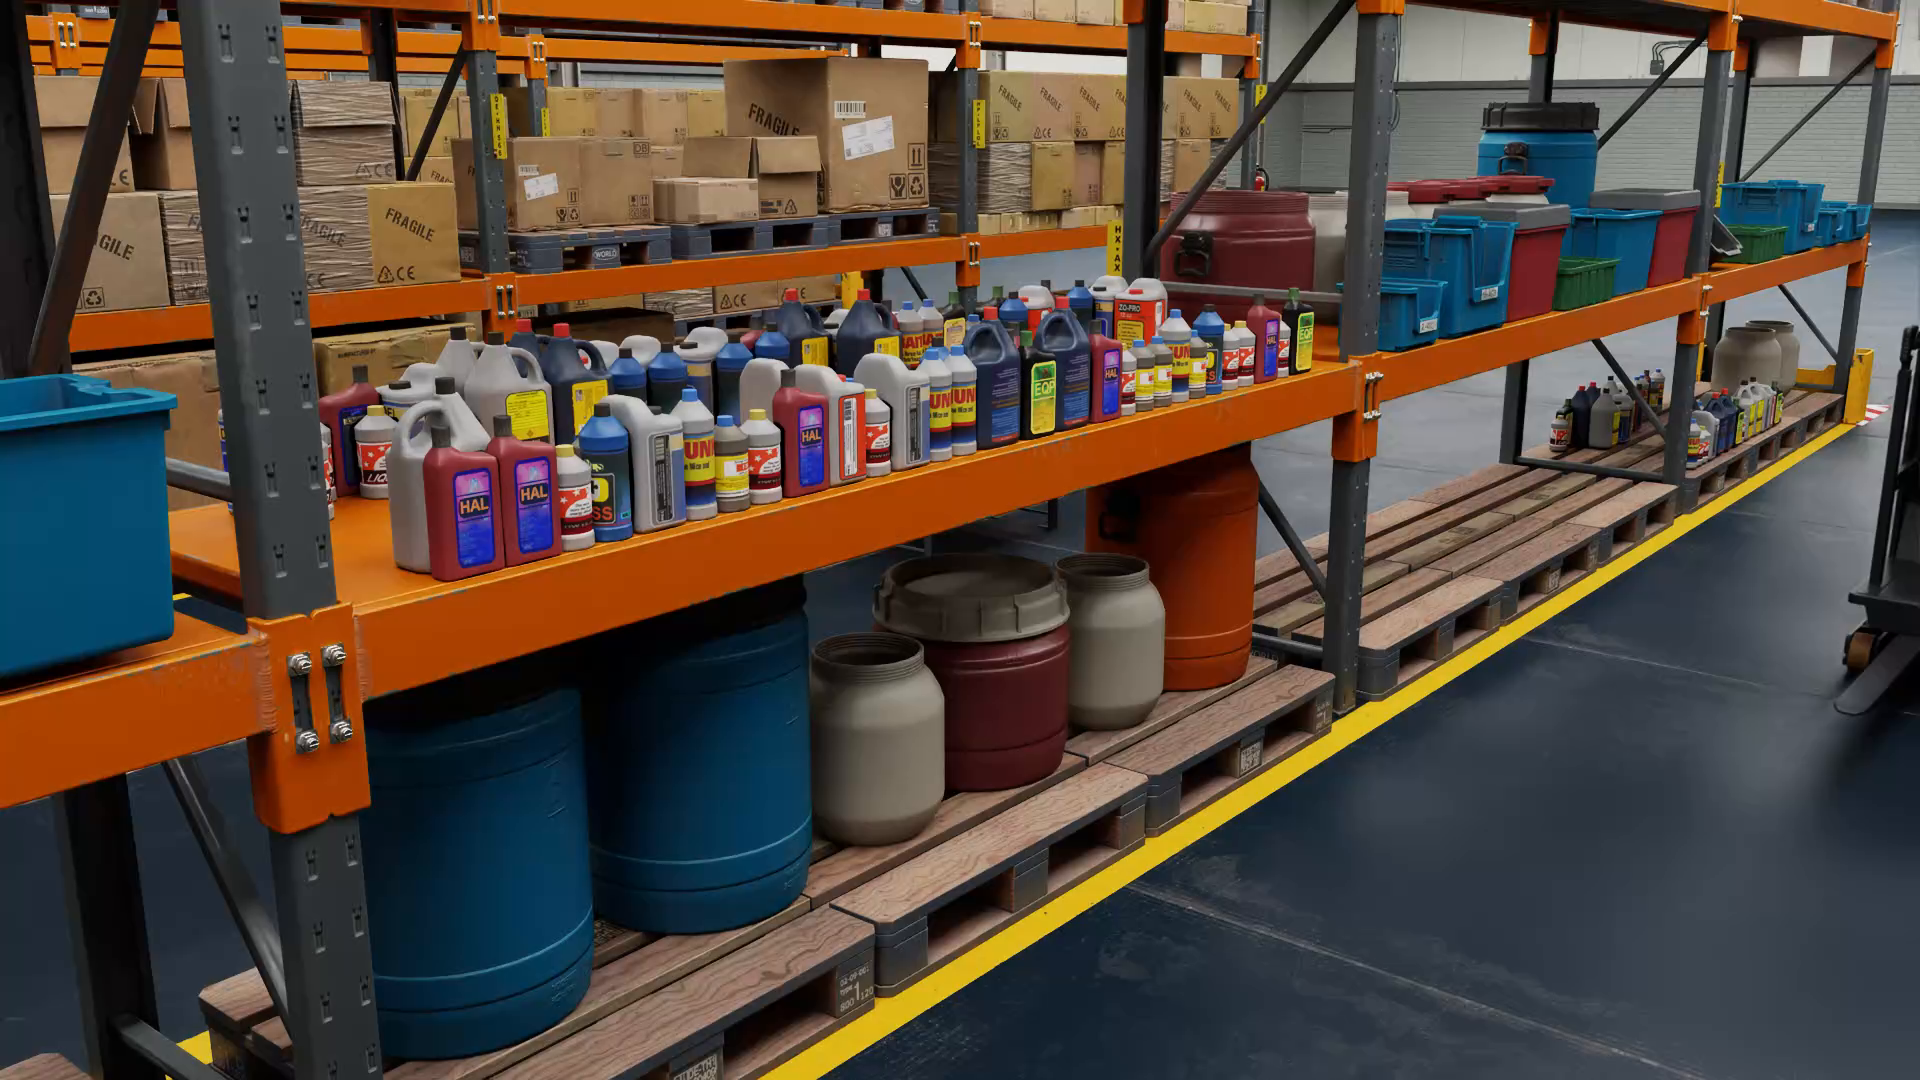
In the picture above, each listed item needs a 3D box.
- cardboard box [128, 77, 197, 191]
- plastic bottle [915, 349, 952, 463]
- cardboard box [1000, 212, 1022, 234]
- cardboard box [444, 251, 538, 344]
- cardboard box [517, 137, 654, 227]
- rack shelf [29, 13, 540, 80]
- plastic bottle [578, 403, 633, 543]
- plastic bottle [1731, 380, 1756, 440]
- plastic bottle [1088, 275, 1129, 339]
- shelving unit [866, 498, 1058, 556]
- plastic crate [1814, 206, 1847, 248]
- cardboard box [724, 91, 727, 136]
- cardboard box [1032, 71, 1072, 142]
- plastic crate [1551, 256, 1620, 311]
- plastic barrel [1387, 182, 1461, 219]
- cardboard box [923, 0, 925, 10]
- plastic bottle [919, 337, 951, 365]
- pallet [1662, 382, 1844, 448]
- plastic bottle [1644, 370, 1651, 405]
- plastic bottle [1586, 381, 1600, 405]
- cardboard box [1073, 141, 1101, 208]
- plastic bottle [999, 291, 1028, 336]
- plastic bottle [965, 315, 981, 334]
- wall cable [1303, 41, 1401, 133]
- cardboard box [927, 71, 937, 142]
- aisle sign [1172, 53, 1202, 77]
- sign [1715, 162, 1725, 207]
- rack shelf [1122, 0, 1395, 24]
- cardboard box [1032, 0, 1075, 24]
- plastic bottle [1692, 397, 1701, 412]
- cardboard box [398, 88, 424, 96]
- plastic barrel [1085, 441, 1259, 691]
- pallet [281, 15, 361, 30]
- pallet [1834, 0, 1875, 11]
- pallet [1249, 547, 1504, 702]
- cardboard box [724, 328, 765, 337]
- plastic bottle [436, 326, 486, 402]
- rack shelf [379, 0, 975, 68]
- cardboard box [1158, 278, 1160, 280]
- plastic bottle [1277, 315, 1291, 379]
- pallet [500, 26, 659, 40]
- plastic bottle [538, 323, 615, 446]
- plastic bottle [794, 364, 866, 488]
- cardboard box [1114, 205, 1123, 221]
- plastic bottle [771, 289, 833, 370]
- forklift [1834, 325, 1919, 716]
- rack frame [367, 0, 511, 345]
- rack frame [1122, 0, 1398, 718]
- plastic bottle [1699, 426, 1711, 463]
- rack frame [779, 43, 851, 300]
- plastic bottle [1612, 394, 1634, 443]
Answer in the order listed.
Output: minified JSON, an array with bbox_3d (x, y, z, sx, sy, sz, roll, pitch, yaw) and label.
[{"bbox_3d":[-3.699,-1.932,7.897,0.797,0.503,0.637,12,18,39],"label":"cardboard box"},{"bbox_3d":[-0.068,-0.334,4.107,0.097,0.271,0.097,0,14,0],"label":"plastic bottle"},{"bbox_3d":[0.235,-2.344,12.269,0.380,0.149,0.250,11,18,38],"label":"cardboard box"},{"bbox_3d":[-4.416,-2.193,14.879,1.050,0.750,0.750,11,18,37],"label":"cardboard box"},{"bbox_3d":[-2.234,-2.144,9.913,0.500,0.500,0.700,-13,19,-41],"label":"cardboard box"},{"bbox_3d":[-5.353,-3.935,13.388,1.077,0.370,4.000,11,18,38],"label":"rack shelf"},{"bbox_3d":[-0.712,-0.138,3.335,0.097,0.271,0.097,0,14,0],"label":"plastic bottle"},{"bbox_3d":[4.767,-0.796,10.152,0.144,0.351,0.185,11,18,37],"label":"plastic bottle"},{"bbox_3d":[0.513,-0.800,5.932,0.152,0.276,0.135,11,18,38],"label":"plastic bottle"},{"bbox_3d":[-0.004,-0.544,8.479,0.538,1.125,1.048,11,18,38],"label":"shelving unit"},{"bbox_3d":[5.571,-2.087,11.050,0.499,0.251,0.408,11,18,38],"label":"plastic crate"},{"bbox_3d":[-2.577,-4.304,16.974,0.875,0.550,0.550,11,18,38],"label":"cardboard box"},{"bbox_3d":[0.492,-3.246,12.469,0.500,0.500,0.500,11,18,38],"label":"cardboard box"},{"bbox_3d":[2.676,-1.179,7.603,0.450,0.188,0.662,11,18,38],"label":"plastic crate"},{"bbox_3d":[2.046,-1.352,7.578,0.433,0.535,0.433,0,14,0],"label":"plastic barrel"},{"bbox_3d":[-0.218,-3.934,12.231,0.500,0.250,0.500,12,19,40],"label":"cardboard box"},{"bbox_3d":[-0.058,-0.394,4.342,0.097,0.271,0.097,0,14,0],"label":"plastic bottle"},{"bbox_3d":[5.539,-0.897,11.725,1.003,0.211,1.213,11,18,38],"label":"pallet"},{"bbox_3d":[4.527,-0.982,11.021,0.061,0.283,0.133,12,18,38],"label":"plastic bottle"},{"bbox_3d":[3.852,-0.793,10.139,0.144,0.351,0.185,10,17,35],"label":"plastic bottle"},{"bbox_3d":[0.607,-2.896,13.125,0.875,0.500,0.500,11,18,38],"label":"cardboard box"},{"bbox_3d":[0.176,-0.682,5.476,0.097,0.271,0.097,0,14,0],"label":"plastic bottle"},{"bbox_3d":[0.045,-0.632,5.421,0.097,0.201,0.097,0,14,0],"label":"plastic bottle"},{"bbox_3d":[11.238,-13.006,47.851,3.097,2.526,0.112,11,18,38],"label":"wall cable"},{"bbox_3d":[-0.233,-3.232,12.414,0.500,0.500,0.500,11,18,38],"label":"cardboard box"},{"bbox_3d":[2.018,-4.510,15.004,0.394,0.787,0.004,11,18,38],"label":"aisle sign"},{"bbox_3d":[5.640,-2.645,12.381,0.100,0.325,0.005,11,18,38],"label":"sign"},{"bbox_3d":[-0.220,-1.615,4.258,1.077,0.370,4.000,11,18,38],"label":"rack shelf"},{"bbox_3d":[0.509,-3.955,12.313,0.500,0.250,0.500,11,18,37],"label":"cardboard box"},{"bbox_3d":[4.269,-0.701,9.777,0.144,0.351,0.185,11,18,38],"label":"plastic bottle"},{"bbox_3d":[-6.633,-4.987,19.325,0.700,0.500,0.500,11,18,37],"label":"cardboard box"},{"bbox_3d":[0.743,0.052,5.883,0.600,0.830,0.708,11,18,38],"label":"plastic barrel"},{"bbox_3d":[-5.546,-4.155,13.178,1.003,0.211,1.213,12,19,40],"label":"pallet"},{"bbox_3d":[5.469,-3.644,11.167,1.003,0.211,1.213,11,18,38],"label":"pallet"},{"bbox_3d":[1.554,0.316,6.950,1.003,0.211,1.213,11,18,38],"label":"pallet"},{"bbox_3d":[-1.370,-1.117,11.113,0.700,0.500,0.500,9,17,33],"label":"cardboard box"},{"bbox_3d":[-1.154,-0.330,3.929,0.144,0.351,0.185,11,18,38],"label":"plastic bottle"},{"bbox_3d":[-1.559,-3.148,10.290,1.077,0.370,4.000,11,18,38],"label":"rack shelf"},{"bbox_3d":[1.807,-2.067,14.890,0.500,0.500,0.500,-12,18,-39],"label":"cardboard box"},{"bbox_3d":[1.028,-0.634,5.430,0.097,0.201,0.097,0,14,0],"label":"plastic bottle"},{"bbox_3d":[-3.574,-4.778,15.429,1.003,0.211,1.213,11,18,38],"label":"pallet"},{"bbox_3d":[-0.926,-0.343,3.981,0.144,0.351,0.185,11,18,38],"label":"plastic bottle"},{"bbox_3d":[-0.308,-0.274,3.861,0.152,0.276,0.135,11,18,38],"label":"plastic bottle"},{"bbox_3d":[1.122,-2.643,13.444,0.380,0.149,0.250,11,18,38],"label":"cardboard box"},{"bbox_3d":[-0.462,-0.541,4.760,0.144,0.351,0.185,11,18,38],"label":"plastic bottle"},{"bbox_3d":[4.123,-0.874,6.112,1.130,2.935,3.031,12,18,38],"label":"forklift"},{"bbox_3d":[-2.816,-1.660,9.063,1.000,3.000,0.127,11,18,38],"label":"rack frame"},{"bbox_3d":[1.037,-0.893,6.046,1.000,3.000,0.127,11,18,38],"label":"rack frame"},{"bbox_3d":[4.220,-0.548,9.479,0.097,0.201,0.097,0,14,0],"label":"plastic bottle"},{"bbox_3d":[-1.582,-3.979,18.192,1.000,3.000,0.127,11,18,38],"label":"rack frame"},{"bbox_3d":[3.983,-0.739,10.077,0.152,0.276,0.135,11,18,38],"label":"plastic bottle"}]
